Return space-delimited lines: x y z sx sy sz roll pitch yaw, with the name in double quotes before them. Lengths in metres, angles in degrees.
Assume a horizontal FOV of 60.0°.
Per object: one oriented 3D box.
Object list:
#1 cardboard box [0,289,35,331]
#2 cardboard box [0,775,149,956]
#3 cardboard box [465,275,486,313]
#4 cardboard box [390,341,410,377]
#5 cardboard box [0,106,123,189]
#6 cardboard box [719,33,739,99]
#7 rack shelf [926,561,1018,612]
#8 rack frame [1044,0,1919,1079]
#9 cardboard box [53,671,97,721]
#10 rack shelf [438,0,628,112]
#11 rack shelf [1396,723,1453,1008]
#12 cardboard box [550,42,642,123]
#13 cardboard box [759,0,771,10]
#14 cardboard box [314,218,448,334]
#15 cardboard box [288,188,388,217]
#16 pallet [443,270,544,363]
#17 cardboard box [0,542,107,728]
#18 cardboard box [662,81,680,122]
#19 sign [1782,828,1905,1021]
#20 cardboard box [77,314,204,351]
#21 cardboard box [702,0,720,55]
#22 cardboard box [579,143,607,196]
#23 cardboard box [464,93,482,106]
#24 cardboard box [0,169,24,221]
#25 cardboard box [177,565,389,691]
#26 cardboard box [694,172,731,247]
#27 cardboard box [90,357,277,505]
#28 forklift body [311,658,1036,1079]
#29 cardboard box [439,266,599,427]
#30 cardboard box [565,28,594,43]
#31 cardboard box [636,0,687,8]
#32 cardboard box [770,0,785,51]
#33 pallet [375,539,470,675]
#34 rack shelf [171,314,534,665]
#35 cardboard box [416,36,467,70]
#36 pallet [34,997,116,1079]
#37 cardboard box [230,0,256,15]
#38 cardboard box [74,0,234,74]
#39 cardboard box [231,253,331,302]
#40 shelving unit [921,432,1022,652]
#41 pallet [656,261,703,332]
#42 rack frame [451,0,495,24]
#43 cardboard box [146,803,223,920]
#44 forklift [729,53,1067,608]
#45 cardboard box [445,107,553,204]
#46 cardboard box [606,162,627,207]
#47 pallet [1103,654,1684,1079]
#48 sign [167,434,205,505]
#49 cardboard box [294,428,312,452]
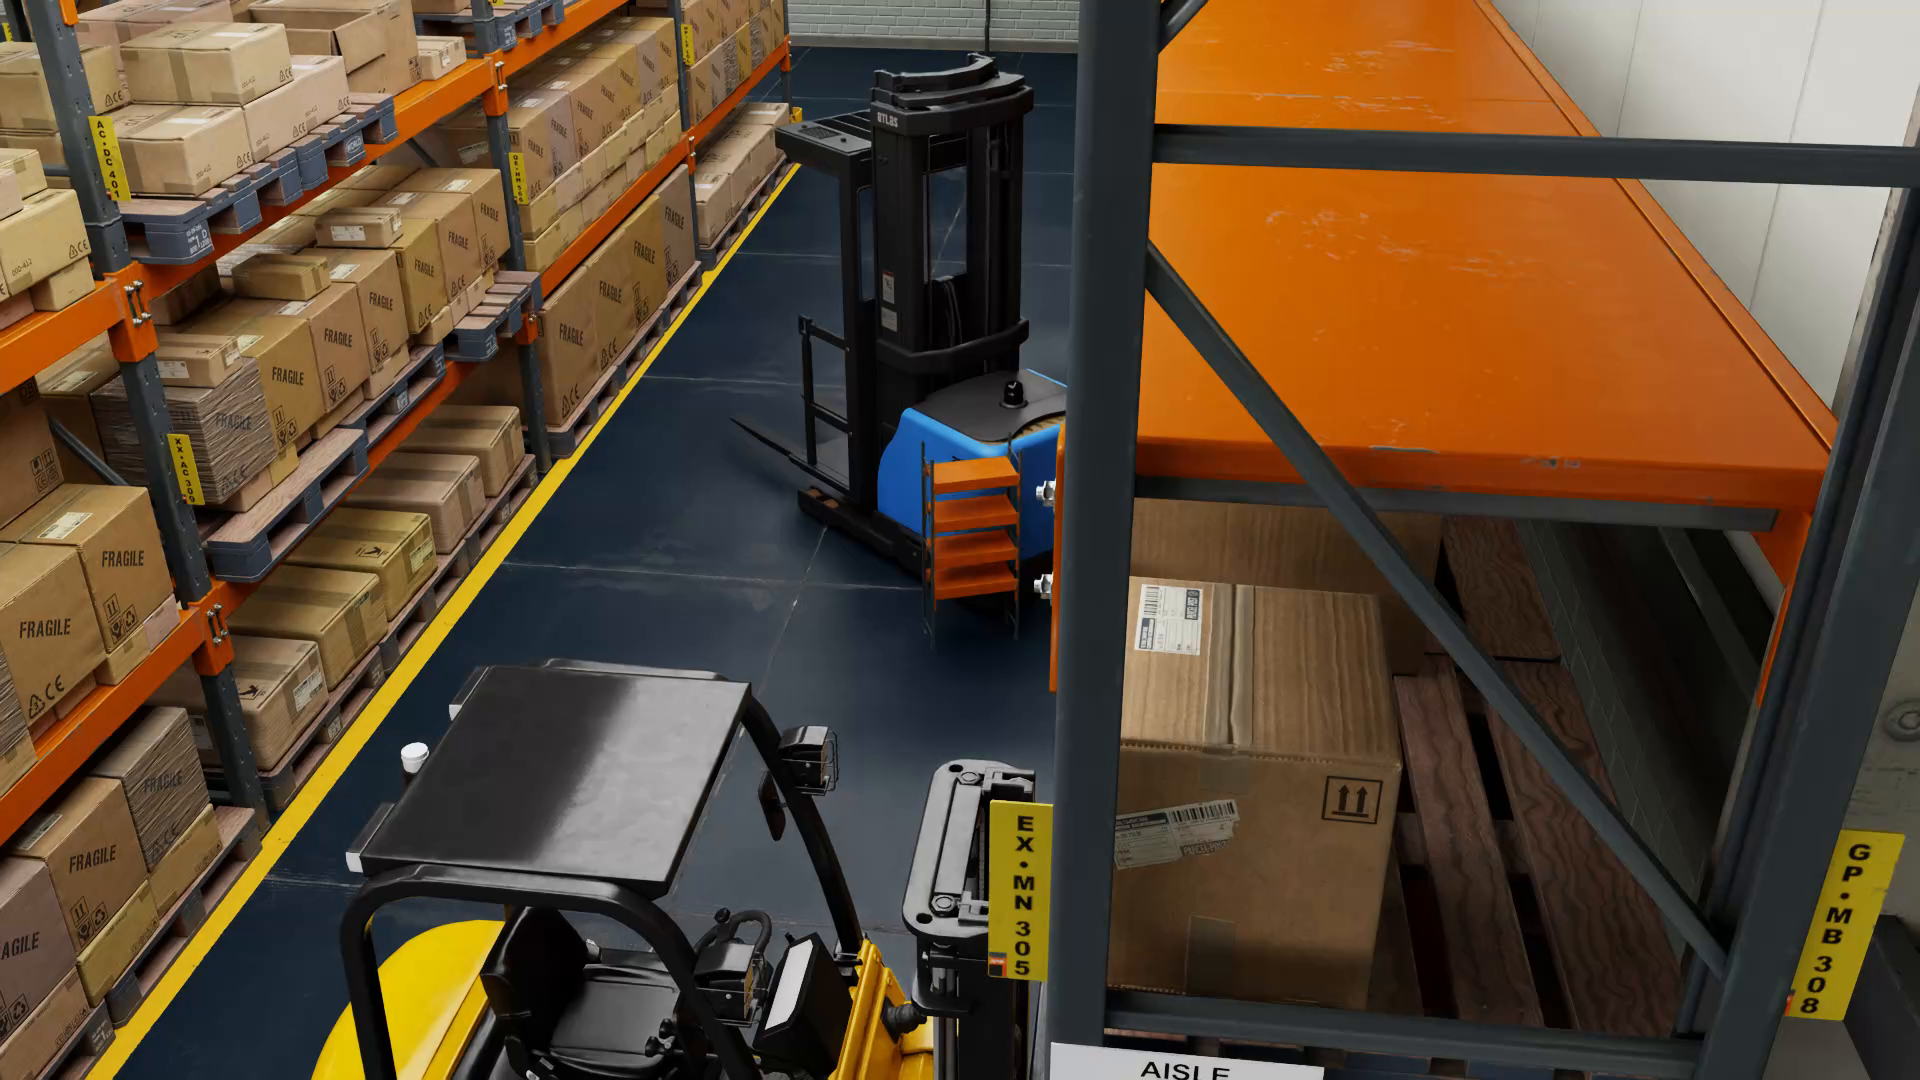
"cardboard box" -3.662 -0.873 6.102 0.380 0.149 0.250 4 29 7
"cardboard box" -3.675 1.286 6.657 0.500 0.500 0.500 4 29 7
"cardboard box" -3.072 -1.480 9.949 0.380 0.149 0.250 3 28 6
"cardboard box" -3.236 -0.998 9.054 0.380 0.149 0.250 2 28 5
"cardboard box" -3.880 -1.665 7.024 0.500 0.250 0.500 3 28 5
"cardboard box" -2.377 -4.428 15.494 0.500 0.500 0.500 4 29 7
"rack shelf" 0.060 0.251 9.369 0.480 0.148 0.258 -7 30 -12
"rack frame" 0.629 -0.414 1.823 1.000 3.000 0.127 3 28 6
"cardboard box" -3.678 0.573 6.581 0.380 0.149 0.250 3 29 6
"rack shelf" -3.073 -3.771 11.975 1.077 0.370 4.000 3 28 6
"rack shelf" 0.874 0.282 4.453 1.077 0.370 4.000 3 28 6
"cardboard box" -2.771 -3.486 12.691 0.500 0.500 0.500 4 29 8
"cardboard box" -2.195 -5.587 16.590 0.500 0.500 0.500 3 29 6
"cardboard box" -3.211 -1.474 9.253 0.500 0.500 0.500 1 28 3
"cardboard box" -3.659 -1.741 9.750 0.500 0.500 0.500 5 29 9
"pallet" -3.299 -1.399 10.179 1.213 0.211 1.003 3 28 6
"cardboard box" -3.672 0.349 6.313 0.500 0.500 0.500 4 29 8
"cardboard box" -2.640 -3.641 13.768 0.500 0.250 0.500 3 28 6
"sign" 1.179 0.522 2.243 0.100 0.325 0.005 3 28 6
"cardboard box" -3.920 -0.767 7.941 0.500 0.500 0.500 4 29 6
"cardboard box" -2.461 -4.640 14.833 0.500 0.500 0.500 3 28 6
"cardboard box" -2.873 -2.681 11.987 0.500 0.250 0.500 3 28 6
"cardboard box" -3.459 -2.810 11.436 0.500 0.500 0.500 4 29 7
"cardboard box" -3.586 -1.215 5.896 0.380 0.149 0.250 3 28 5
"cardboard box" -3.661 0.444 8.884 0.950 0.372 0.625 5 29 9
"cardboard box" -2.644 -3.055 15.308 0.875 0.438 0.875 3 28 5
"cardboard box" -3.466 -0.507 7.458 0.500 0.500 0.500 4 29 7
"forklift body" -0.950 1.602 5.301 2.313 2.155 1.214 3 28 6
"cardboard box" -3.151 -1.395 11.767 0.875 0.875 0.875 3 28 6
"cardboard box" -3.202 -3.761 13.201 0.500 0.500 0.500 3 28 6
"cardboard box" -2.531 -4.612 14.096 0.380 0.149 0.250 3 28 5
"cardboard box" -2.134 -5.393 17.284 0.500 0.500 0.500 4 29 6
"pallet" -3.567 0.343 9.684 1.003 0.211 1.213 3 28 6
"rack shelf" -3.563 -0.567 9.191 1.077 0.370 4.000 3 28 6
"cardboard box" -3.148 -2.875 9.818 0.380 0.149 0.250 3 28 6
"pallet" -4.002 2.179 6.275 1.003 0.211 1.213 3 28 6
"cardboard box" -7.254 -5.064 16.361 0.500 0.500 0.500 5 29 9
"cardboard box" -3.760 -2.364 7.793 0.500 0.250 0.500 4 29 7
"cardboard box" -3.368 -1.306 8.258 0.380 0.149 0.250 5 29 9
"shelving unit" 0.061 0.018 9.241 0.503 1.200 0.258 -7 30 -12
"pallet" -2.847 -2.113 14.242 1.003 0.211 1.213 3 28 6
"rack frame" -3.318 -4.467 9.345 1.000 3.000 0.127 3 28 6
"cardboard box" -3.614 1.377 7.280 0.500 0.250 0.500 5 29 9
"forklift" -0.402 -1.520 10.273 1.130 2.935 3.031 -22 35 -34
"cardboard box" -3.015 -2.528 10.912 0.500 0.500 0.500 2 28 5
"cardboard box" -2.836 -2.697 12.544 0.500 0.250 0.500 3 28 6
"pallet" 0.741 0.614 3.170 1.003 0.211 1.213 3 28 6
"sign" -3.268 -0.296 7.016 0.100 0.325 0.005 3 28 6
"cardboard box" -3.428 -0.514 8.155 0.380 0.149 0.250 5 29 9
